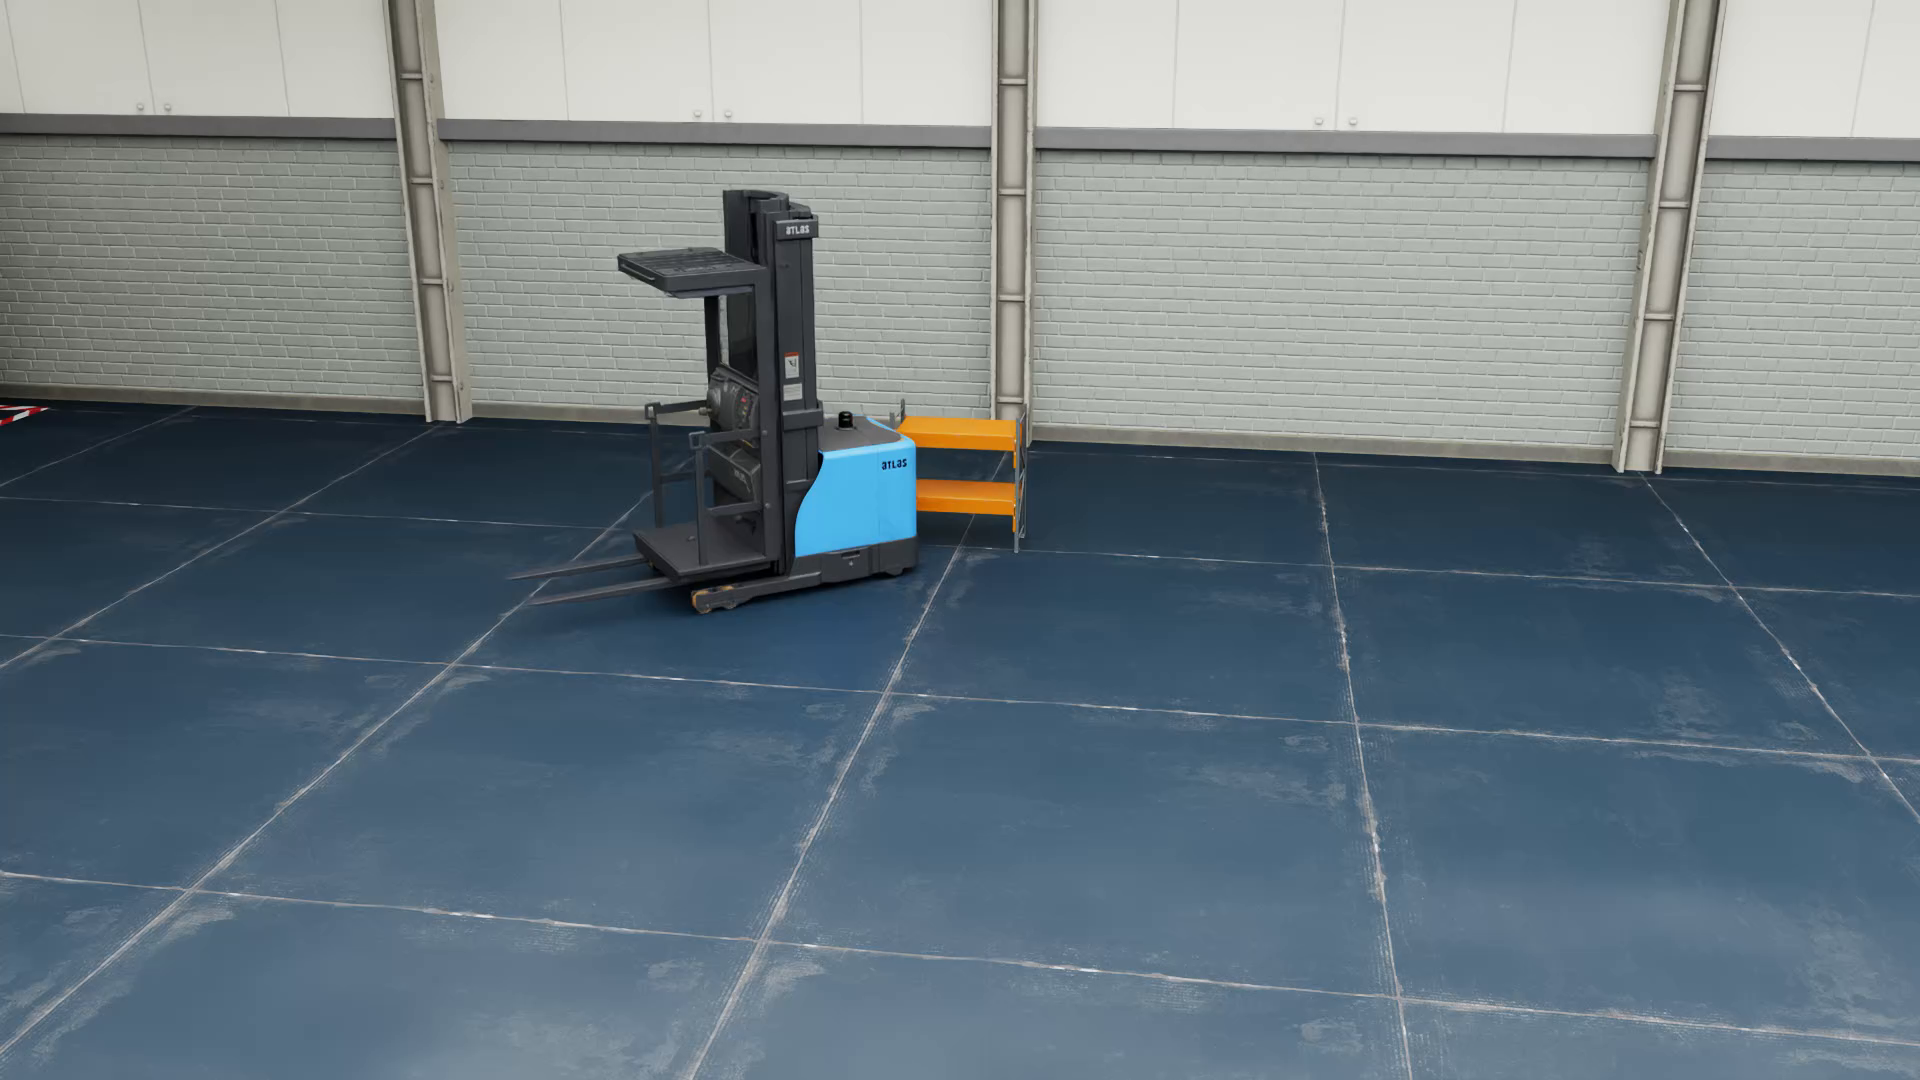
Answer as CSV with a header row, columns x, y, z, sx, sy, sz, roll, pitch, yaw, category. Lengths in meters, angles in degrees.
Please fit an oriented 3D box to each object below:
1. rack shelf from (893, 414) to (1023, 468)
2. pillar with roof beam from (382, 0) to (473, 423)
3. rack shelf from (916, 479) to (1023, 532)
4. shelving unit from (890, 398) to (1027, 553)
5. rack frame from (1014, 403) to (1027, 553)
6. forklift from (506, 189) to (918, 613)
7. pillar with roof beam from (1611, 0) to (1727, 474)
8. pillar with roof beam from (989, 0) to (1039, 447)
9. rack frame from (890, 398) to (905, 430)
x,y,z,sx,sy,sz,roll,pitch,yaw,category
-0.007,-0.811,13.533,1.000,0.278,0.538,3,19,9,rack shelf
-6.094,-4.204,12.185,0.400,9.000,9.100,3,19,9,pillar with roof beam
-0.007,-0.302,13.703,1.000,0.278,0.538,3,19,9,rack shelf
-0.007,-0.534,13.626,1.048,1.125,0.538,3,19,9,shelving unit
0.495,-0.508,13.549,0.032,1.125,0.500,3,19,9,rack frame
-1.870,-1.044,12.304,3.031,2.935,1.130,-10,21,-27,forklift
5.755,-3.600,10.380,0.400,9.000,9.100,3,19,9,pillar with roof beam
-0.169,-3.902,11.283,0.400,9.000,9.100,3,19,9,pillar with roof beam
-0.509,-0.559,13.702,0.032,1.125,0.500,3,19,9,rack frame
